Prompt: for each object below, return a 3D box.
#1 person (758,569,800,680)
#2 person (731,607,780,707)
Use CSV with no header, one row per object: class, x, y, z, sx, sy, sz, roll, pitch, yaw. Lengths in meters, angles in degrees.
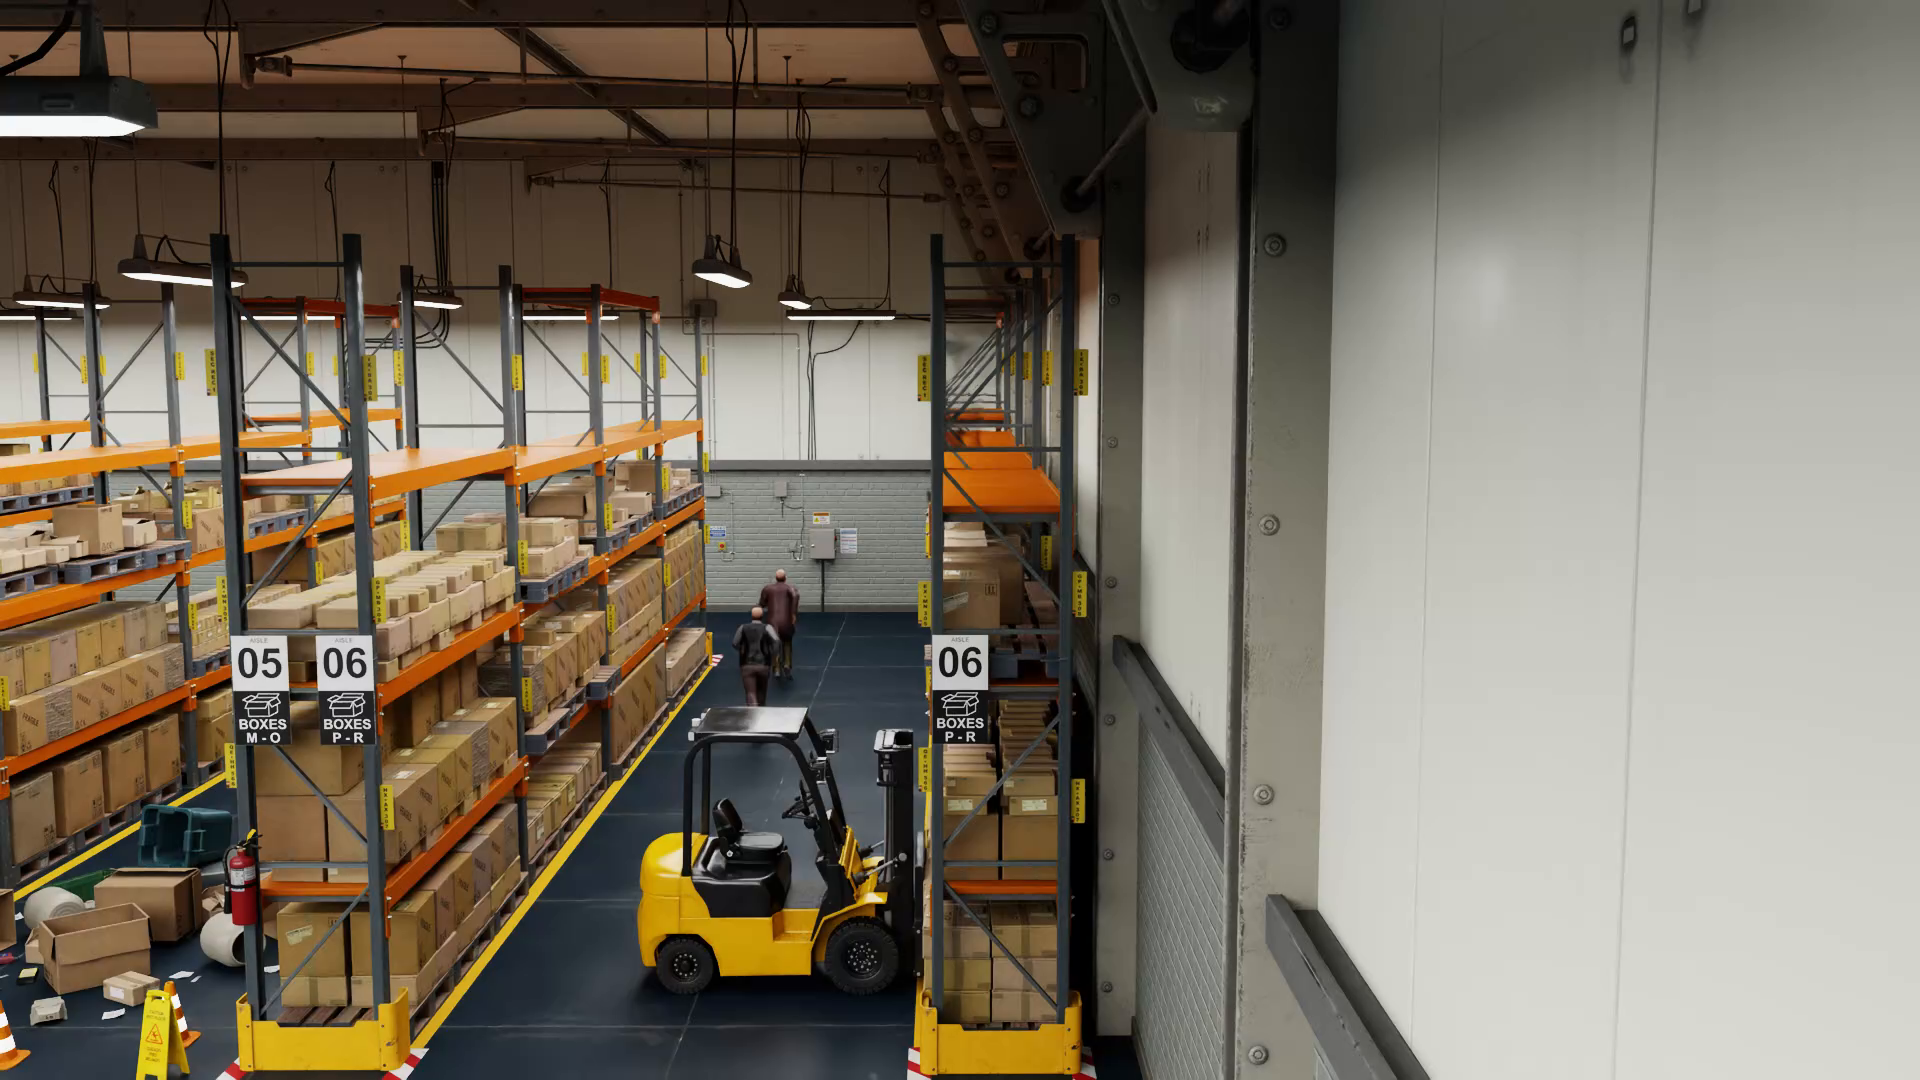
person,-2.875,1.388,26.462,0.686,1.828,0.922,0,6,0
person,-2.800,1.808,22.846,0.661,1.726,1.084,-1,6,-8
